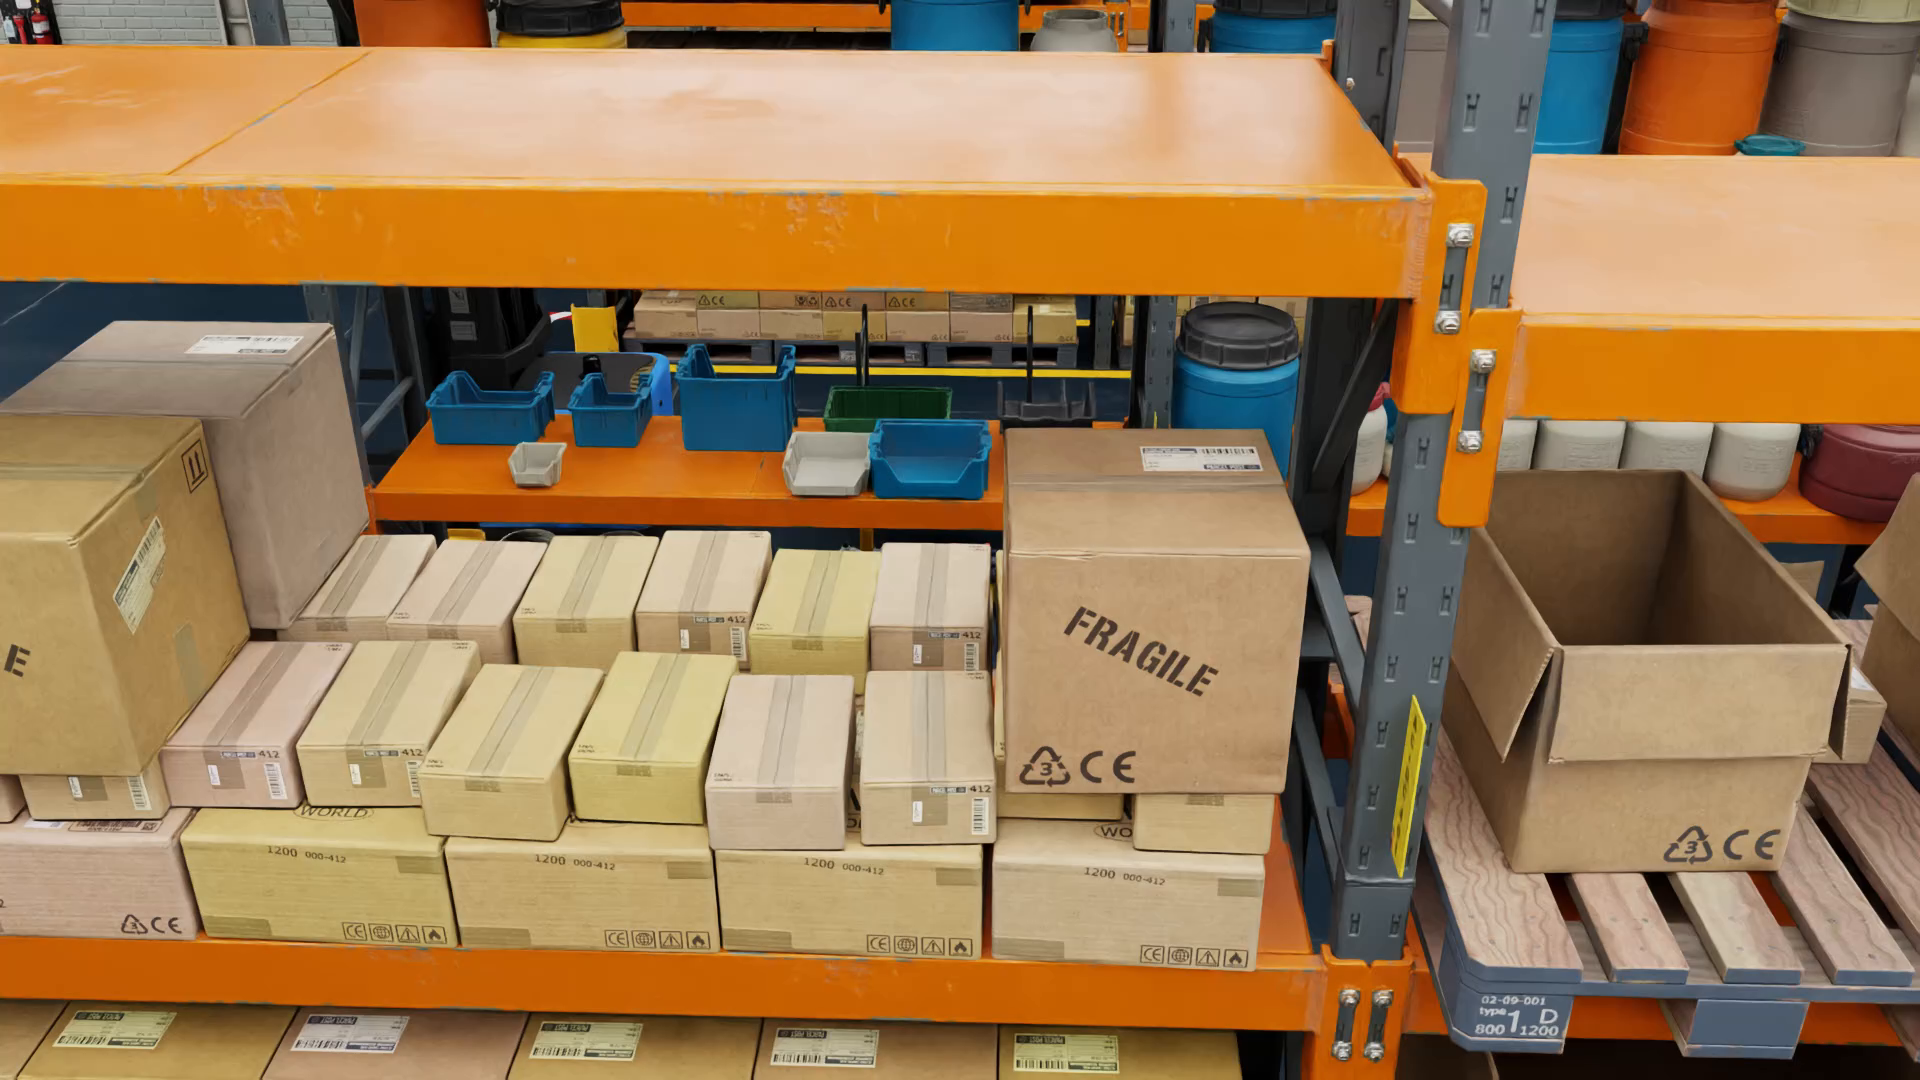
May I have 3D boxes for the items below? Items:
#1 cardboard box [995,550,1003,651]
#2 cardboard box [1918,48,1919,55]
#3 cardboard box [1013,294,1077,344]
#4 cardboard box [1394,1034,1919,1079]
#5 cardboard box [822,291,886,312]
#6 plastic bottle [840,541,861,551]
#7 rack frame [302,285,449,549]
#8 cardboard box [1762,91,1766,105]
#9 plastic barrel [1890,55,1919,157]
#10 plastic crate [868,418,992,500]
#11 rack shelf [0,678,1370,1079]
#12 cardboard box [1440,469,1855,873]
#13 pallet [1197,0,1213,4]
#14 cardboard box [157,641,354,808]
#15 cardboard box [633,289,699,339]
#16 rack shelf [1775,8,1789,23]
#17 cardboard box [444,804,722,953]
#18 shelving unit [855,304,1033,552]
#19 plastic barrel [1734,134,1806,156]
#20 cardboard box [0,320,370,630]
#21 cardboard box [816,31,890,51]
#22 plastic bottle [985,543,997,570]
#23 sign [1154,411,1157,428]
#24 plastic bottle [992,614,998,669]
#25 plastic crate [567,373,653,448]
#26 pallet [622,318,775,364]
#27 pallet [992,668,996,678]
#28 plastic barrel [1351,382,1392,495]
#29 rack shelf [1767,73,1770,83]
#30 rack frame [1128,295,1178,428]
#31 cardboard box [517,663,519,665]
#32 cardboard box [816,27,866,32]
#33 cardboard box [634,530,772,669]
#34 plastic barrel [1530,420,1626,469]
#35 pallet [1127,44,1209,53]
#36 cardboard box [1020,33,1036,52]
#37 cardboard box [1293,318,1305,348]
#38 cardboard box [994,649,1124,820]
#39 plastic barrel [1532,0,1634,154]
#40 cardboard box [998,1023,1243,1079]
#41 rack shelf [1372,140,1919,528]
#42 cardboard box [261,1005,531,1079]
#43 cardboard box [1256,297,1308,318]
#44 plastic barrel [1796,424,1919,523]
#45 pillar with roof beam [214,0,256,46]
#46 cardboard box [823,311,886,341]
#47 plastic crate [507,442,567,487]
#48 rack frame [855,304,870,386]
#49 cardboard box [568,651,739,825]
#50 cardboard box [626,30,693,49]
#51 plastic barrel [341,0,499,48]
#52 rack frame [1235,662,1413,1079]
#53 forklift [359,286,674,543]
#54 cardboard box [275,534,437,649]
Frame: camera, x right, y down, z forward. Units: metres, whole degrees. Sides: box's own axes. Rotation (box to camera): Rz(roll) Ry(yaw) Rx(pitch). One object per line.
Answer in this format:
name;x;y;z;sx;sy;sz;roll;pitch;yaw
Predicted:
cardboard box;0.210;0.174;3.677;0.250;0.149;0.380;0;28;-1
cardboard box;9.853;-5.208;16.978;0.700;0.700;0.980;1;28;3
cardboard box;0.674;-1.782;13.322;0.500;0.250;0.500;1;28;2
cardboard box;1.581;1.359;3.820;1.000;1.000;1.000;1;28;2
cardboard box;-0.825;-2.135;13.187;0.500;0.500;0.500;1;28;2
plastic bottle;-0.625;0.168;9.515;0.185;0.351;0.144;2;28;4
rack frame;-3.031;-0.654;8.706;0.127;3.000;1.000;1;28;2
cardboard box;8.657;-4.278;17.390;0.750;0.750;0.750;1;28;2
plastic barrel;4.665;-2.045;8.008;0.421;0.512;0.421;0;28;0
plastic crate;-0.149;-0.413;8.411;0.616;0.251;0.499;1;28;2
rack shelf;-1.207;0.690;3.736;4.000;0.370;1.077;1;28;2
cardboard box;1.258;0.229;3.280;0.637;0.503;0.797;0;28;-1
pallet;2.027;-4.138;12.281;1.217;0.209;0.805;0;28;0
cardboard box;-1.389;0.362;3.321;0.250;0.149;0.380;1;28;1
cardboard box;-2.324;-1.830;13.412;0.500;0.250;0.500;1;28;2
rack shelf;7.142;-3.814;12.233;4.000;0.370;1.077;1;28;2
cardboard box;-0.704;0.567;3.361;0.500;0.250;0.500;1;28;1
shelving unit;-0.076;-0.664;10.327;1.083;1.500;0.587;1;28;2
plastic barrel;3.685;-1.697;7.620;0.301;0.262;0.301;0;28;0
cardboard box;-1.647;-0.150;3.595;0.500;0.500;0.500;1;28;2
cardboard box;-0.803;-3.553;12.682;0.500;0.500;0.700;1;28;2
plastic bottle;0.175;0.181;9.490;0.185;0.351;0.144;2;28;3
sign;0.936;-0.452;8.031;0.005;0.325;0.100;1;28;2
plastic bottle;0.121;0.510;8.870;0.185;0.351;0.144;0;28;-1
plastic crate;-1.871;-0.706;8.964;0.408;0.251;0.499;1;28;2
pallet;-2.086;-1.747;13.746;1.213;0.211;1.003;1;28;2
pallet;0.297;0.614;9.292;1.213;0.211;1.003;1;28;2
plastic barrel;1.915;-0.529;8.326;0.433;0.535;0.433;0;28;0
rack shelf;7.313;-4.808;17.310;4.000;0.370;1.077;1;28;2
rack frame;0.967;-0.587;8.581;0.127;3.000;1.000;1;28;2
cardboard box;-1.201;0.320;3.827;0.500;0.250;0.500;0;28;1
cardboard box;-1.205;-5.392;16.982;0.500;0.500;0.500;0;28;0
cardboard box;-0.571;0.130;3.759;0.250;0.149;0.380;0;28;1
plastic barrel;3.081;-0.510;8.289;0.433;0.535;0.433;0;28;0
pallet;2.075;-5.059;17.221;1.213;0.211;1.003;1;28;2
cardboard box;0.702;-3.528;12.636;0.500;0.500;0.700;1;28;2
cardboard box;2.568;-1.738;13.238;0.500;0.250;0.500;0;28;0
cardboard box;0.193;0.378;3.291;0.250;0.149;0.380;1;28;2
plastic barrel;2.790;-2.206;7.896;0.708;0.901;0.600;1;28;2
cardboard box;0.333;1.235;3.651;0.500;0.500;0.500;1;28;2
rack shelf;2.791;-0.392;3.002;4.000;0.370;1.077;1;28;2
cardboard box;-1.166;1.209;3.701;0.500;0.500;0.500;1;28;2
cardboard box;2.567;-1.982;13.101;0.500;0.311;0.500;0;28;0
plastic barrel;4.490;-0.447;8.171;0.708;0.536;0.600;1;28;2
pillar with roof beam;-8.099;-6.419;13.176;0.400;9.000;9.100;1;28;2
cardboard box;-0.825;-1.804;13.364;0.500;0.250;0.500;1;28;2
plastic crate;-2.148;-0.372;8.455;0.250;0.136;0.298;1;28;2
rack frame;-0.593;-0.672;10.343;0.032;1.500;0.500;1;28;2
cardboard box;-0.593;0.383;3.281;0.250;0.149;0.380;2;28;4
cardboard box;-2.333;-3.575;12.725;0.500;0.500;0.700;1;28;2
plastic barrel;-2.541;-2.406;7.901;0.708;0.830;0.600;1;28;2
rack frame;0.792;1.731;4.208;0.127;3.000;1.000;1;28;2
forklift;-3.373;-1.349;10.090;3.031;2.935;1.130;1;28;2
cardboard box;-1.345;0.139;3.742;0.250;0.149;0.380;0;28;-1
